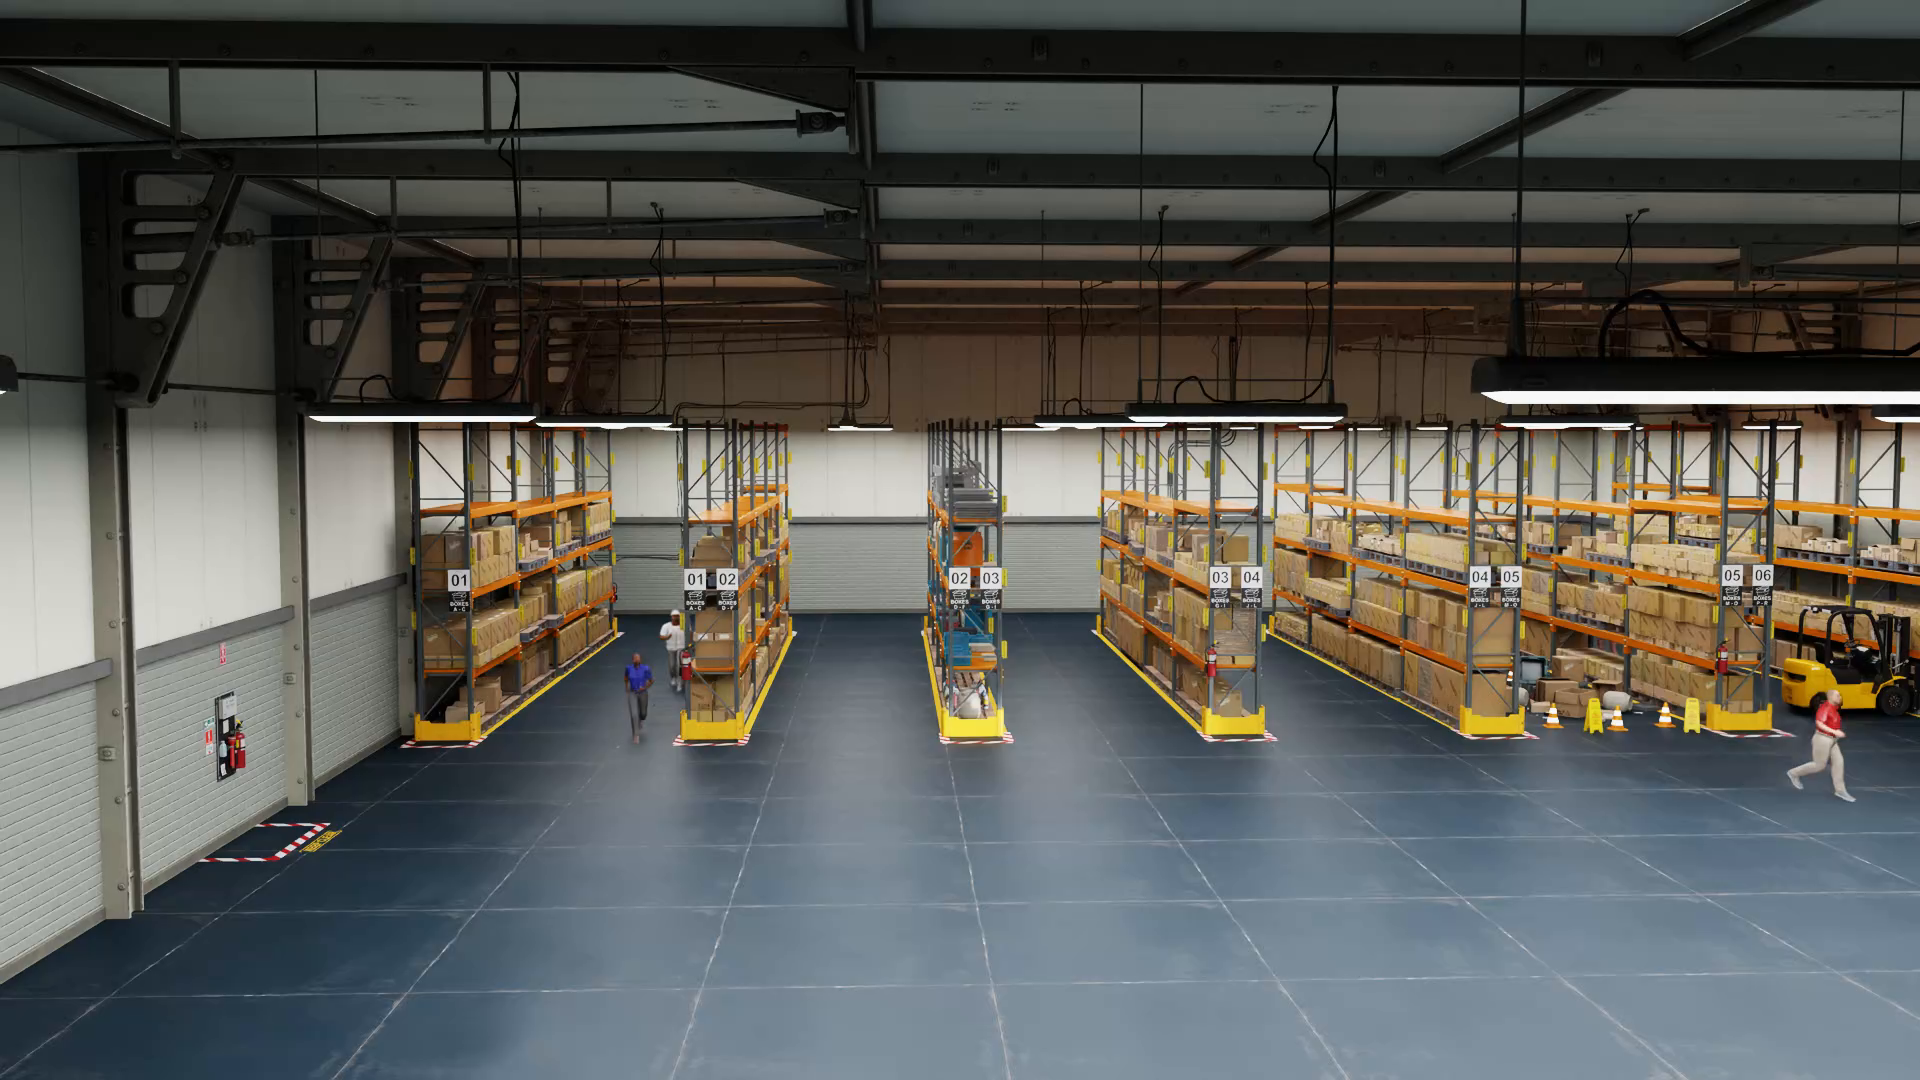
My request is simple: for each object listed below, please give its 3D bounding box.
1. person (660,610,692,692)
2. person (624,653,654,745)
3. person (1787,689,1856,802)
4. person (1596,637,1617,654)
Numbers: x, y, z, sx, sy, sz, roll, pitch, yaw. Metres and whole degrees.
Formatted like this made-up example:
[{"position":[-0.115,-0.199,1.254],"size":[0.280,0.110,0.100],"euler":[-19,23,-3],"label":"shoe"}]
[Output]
[{"position":[-6.334,2.442,37.050],"size":[0.690,1.779,0.939],"euler":[0,4,-7],"label":"person"},{"position":[-6.007,2.928,31.123],"size":[0.538,1.669,1.070],"euler":[-1,4,-13],"label":"person"},{"position":[13.591,3.192,26.170],"size":[1.011,1.725,0.686],"euler":[3,5,43],"label":"person"},{"position":[16.353,2.194,41.964],"size":[0.562,1.708,0.728],"euler":[-1,4,-9],"label":"person"}]
